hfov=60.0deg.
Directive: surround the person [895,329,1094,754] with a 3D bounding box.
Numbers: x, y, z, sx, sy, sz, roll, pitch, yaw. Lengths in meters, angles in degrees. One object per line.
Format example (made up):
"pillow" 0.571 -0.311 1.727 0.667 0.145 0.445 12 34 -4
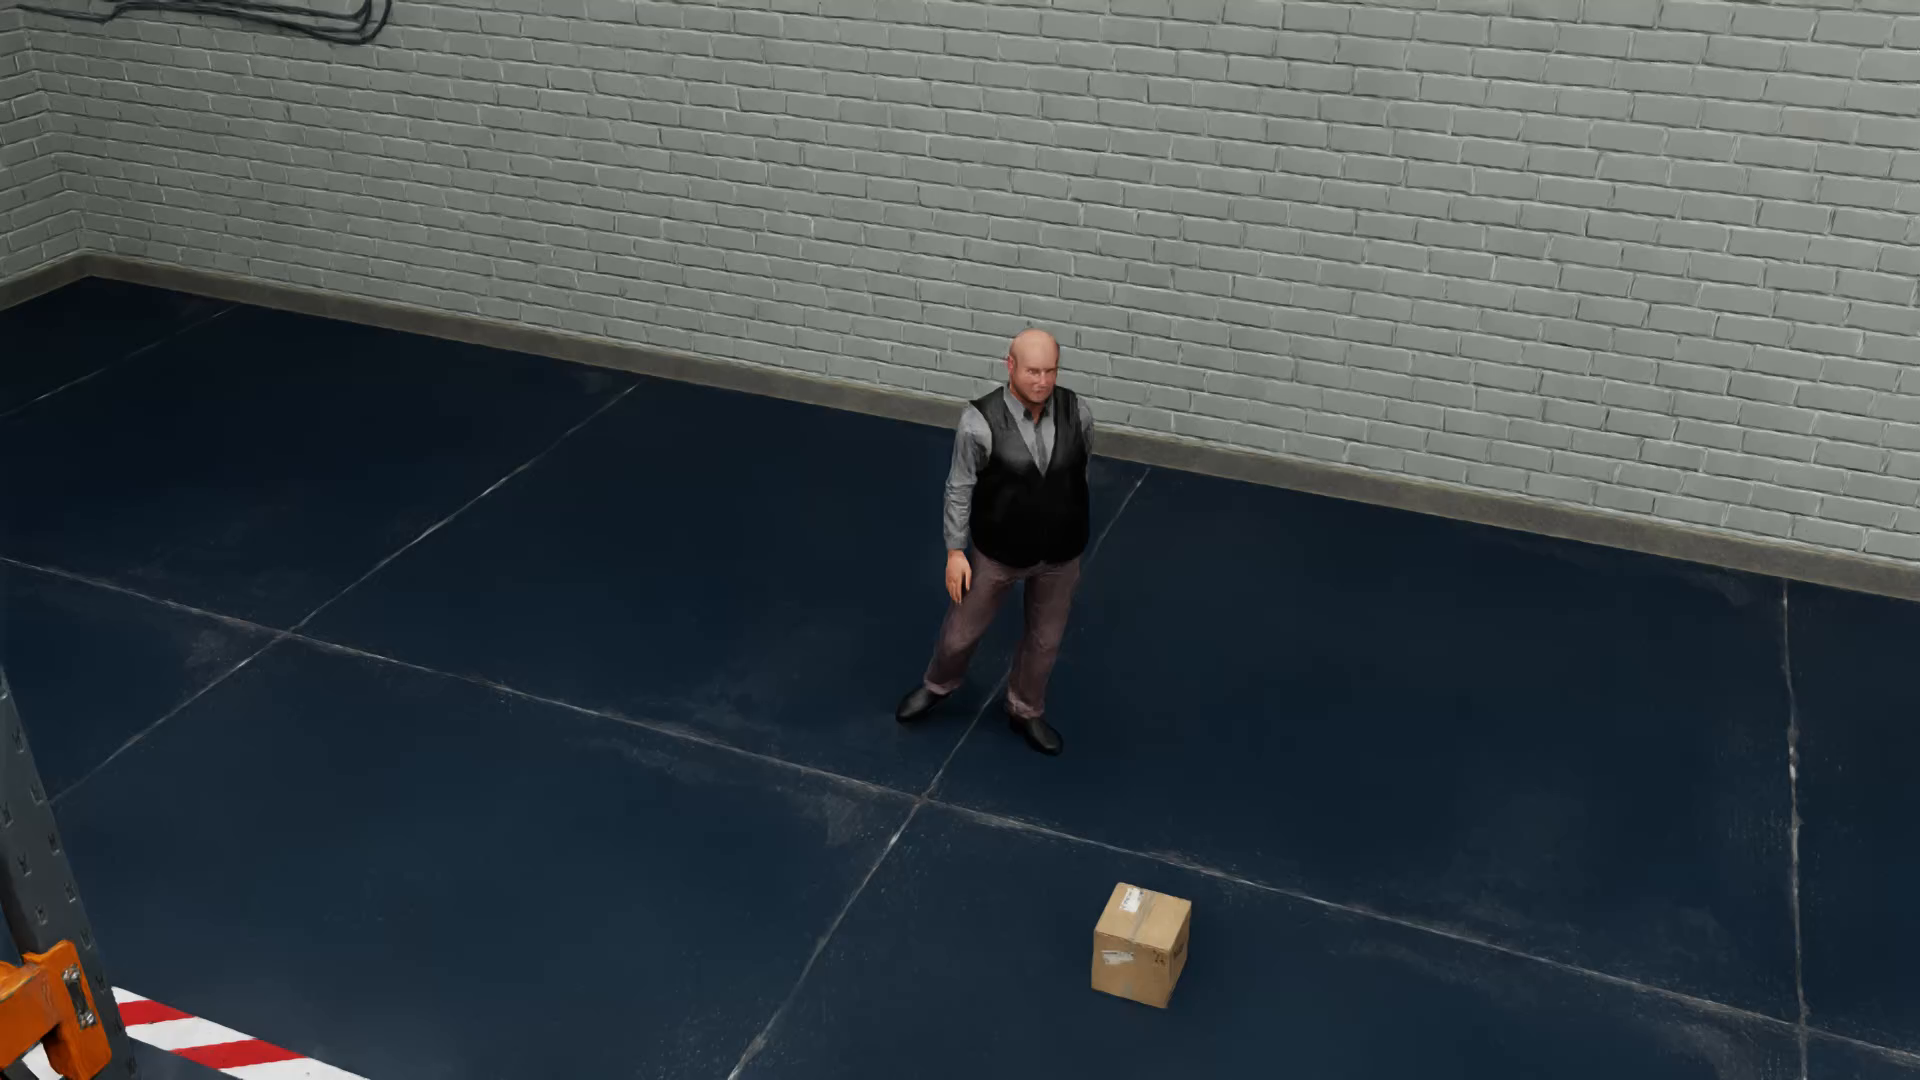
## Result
"person" 0.121 0.013 6.129 0.728 1.714 0.512 -7 30 -12
